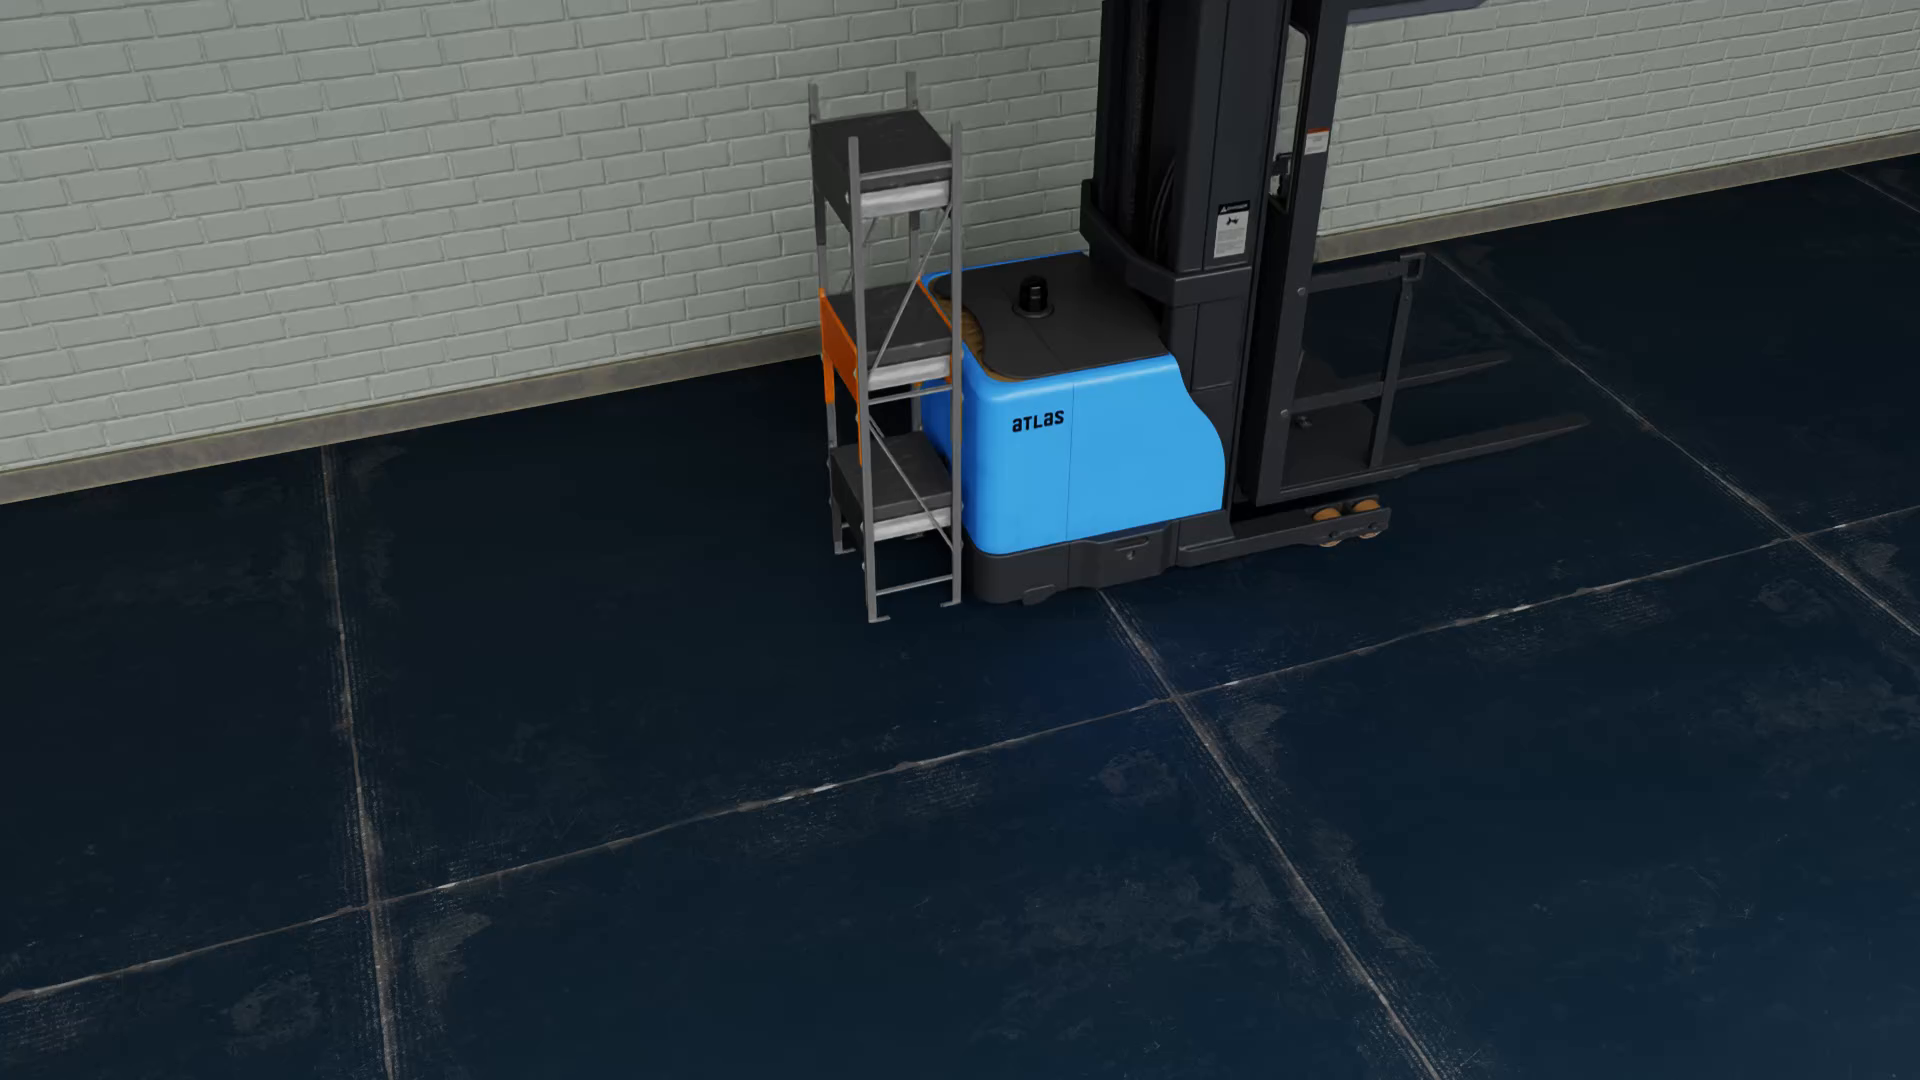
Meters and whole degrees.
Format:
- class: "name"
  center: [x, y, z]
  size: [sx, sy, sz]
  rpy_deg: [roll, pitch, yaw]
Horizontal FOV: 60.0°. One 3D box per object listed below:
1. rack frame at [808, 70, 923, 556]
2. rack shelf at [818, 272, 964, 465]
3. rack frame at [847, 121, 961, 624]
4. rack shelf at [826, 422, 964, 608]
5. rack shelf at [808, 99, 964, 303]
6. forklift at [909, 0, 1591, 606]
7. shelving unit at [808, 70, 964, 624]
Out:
- class: "rack frame"
  center: [-0.351, -0.816, 6.589]
  size: [0.400, 2.100, 0.015]
  rpy_deg: [-12, 39, -16]
- class: "rack shelf"
  center: [-0.268, -0.667, 6.414]
  size: [0.431, 0.518, 0.480]
  rpy_deg: [-12, 39, -16]
- class: "rack frame"
  center: [-0.186, -0.540, 6.222]
  size: [0.400, 2.100, 0.015]
  rpy_deg: [-12, 39, -16]
- class: "rack shelf"
  center: [-0.268, -0.108, 6.835]
  size: [0.431, 0.518, 0.480]
  rpy_deg: [-12, 39, -16]
- class: "rack shelf"
  center: [-0.268, -1.227, 5.992]
  size: [0.431, 0.518, 0.480]
  rpy_deg: [-12, 39, -16]
- class: "forklift"
  center: [1.348, -1.429, 6.712]
  size: [3.031, 2.935, 1.130]
  rpy_deg: [-12, 39, -15]
- class: "shelving unit"
  center: [-0.268, -0.678, 6.405]
  size: [0.431, 2.100, 0.503]
  rpy_deg: [-12, 39, -16]
